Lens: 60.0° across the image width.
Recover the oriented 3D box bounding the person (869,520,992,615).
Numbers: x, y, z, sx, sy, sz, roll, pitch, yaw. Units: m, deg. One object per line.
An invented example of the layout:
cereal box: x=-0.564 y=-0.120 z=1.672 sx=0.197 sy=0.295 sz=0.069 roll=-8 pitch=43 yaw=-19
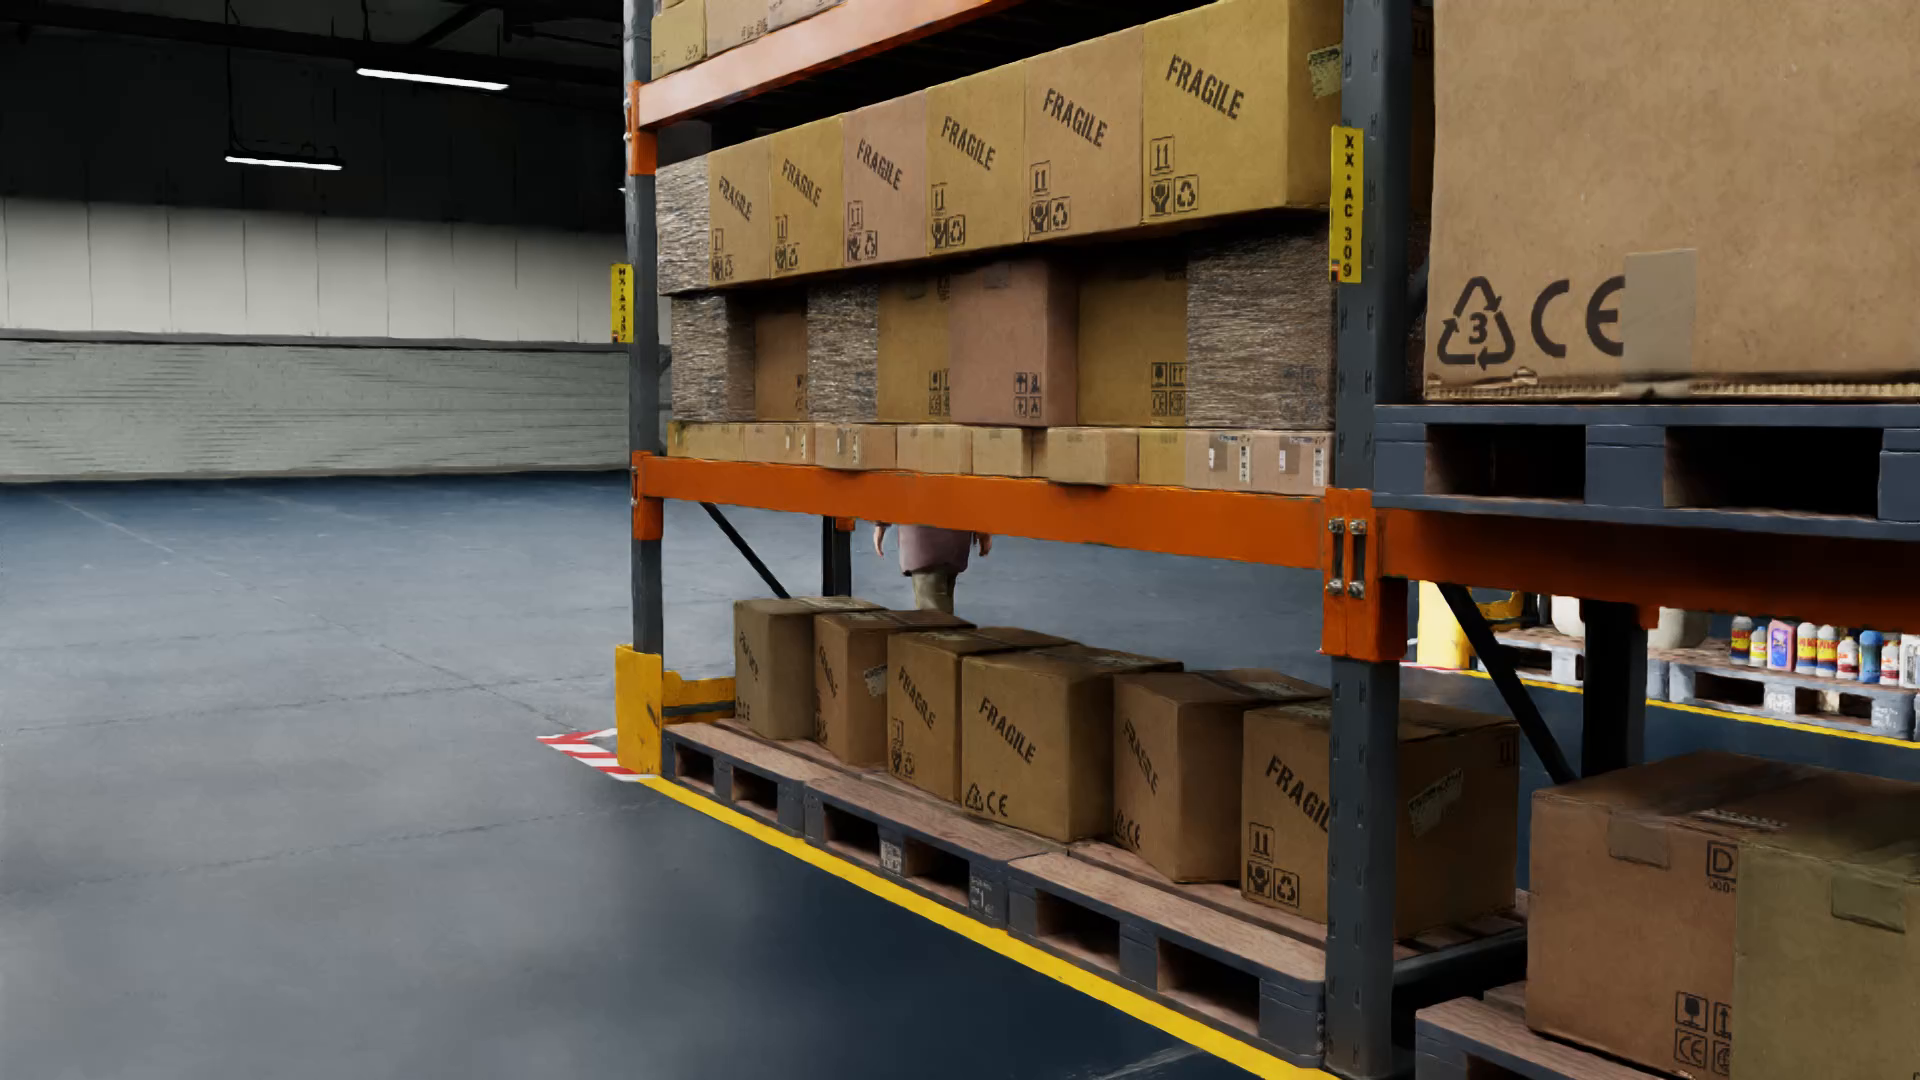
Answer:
person: x=-0.199 y=-0.085 z=8.679 sx=0.614 sy=1.748 sz=0.889 roll=-3 pitch=5 yaw=-32
